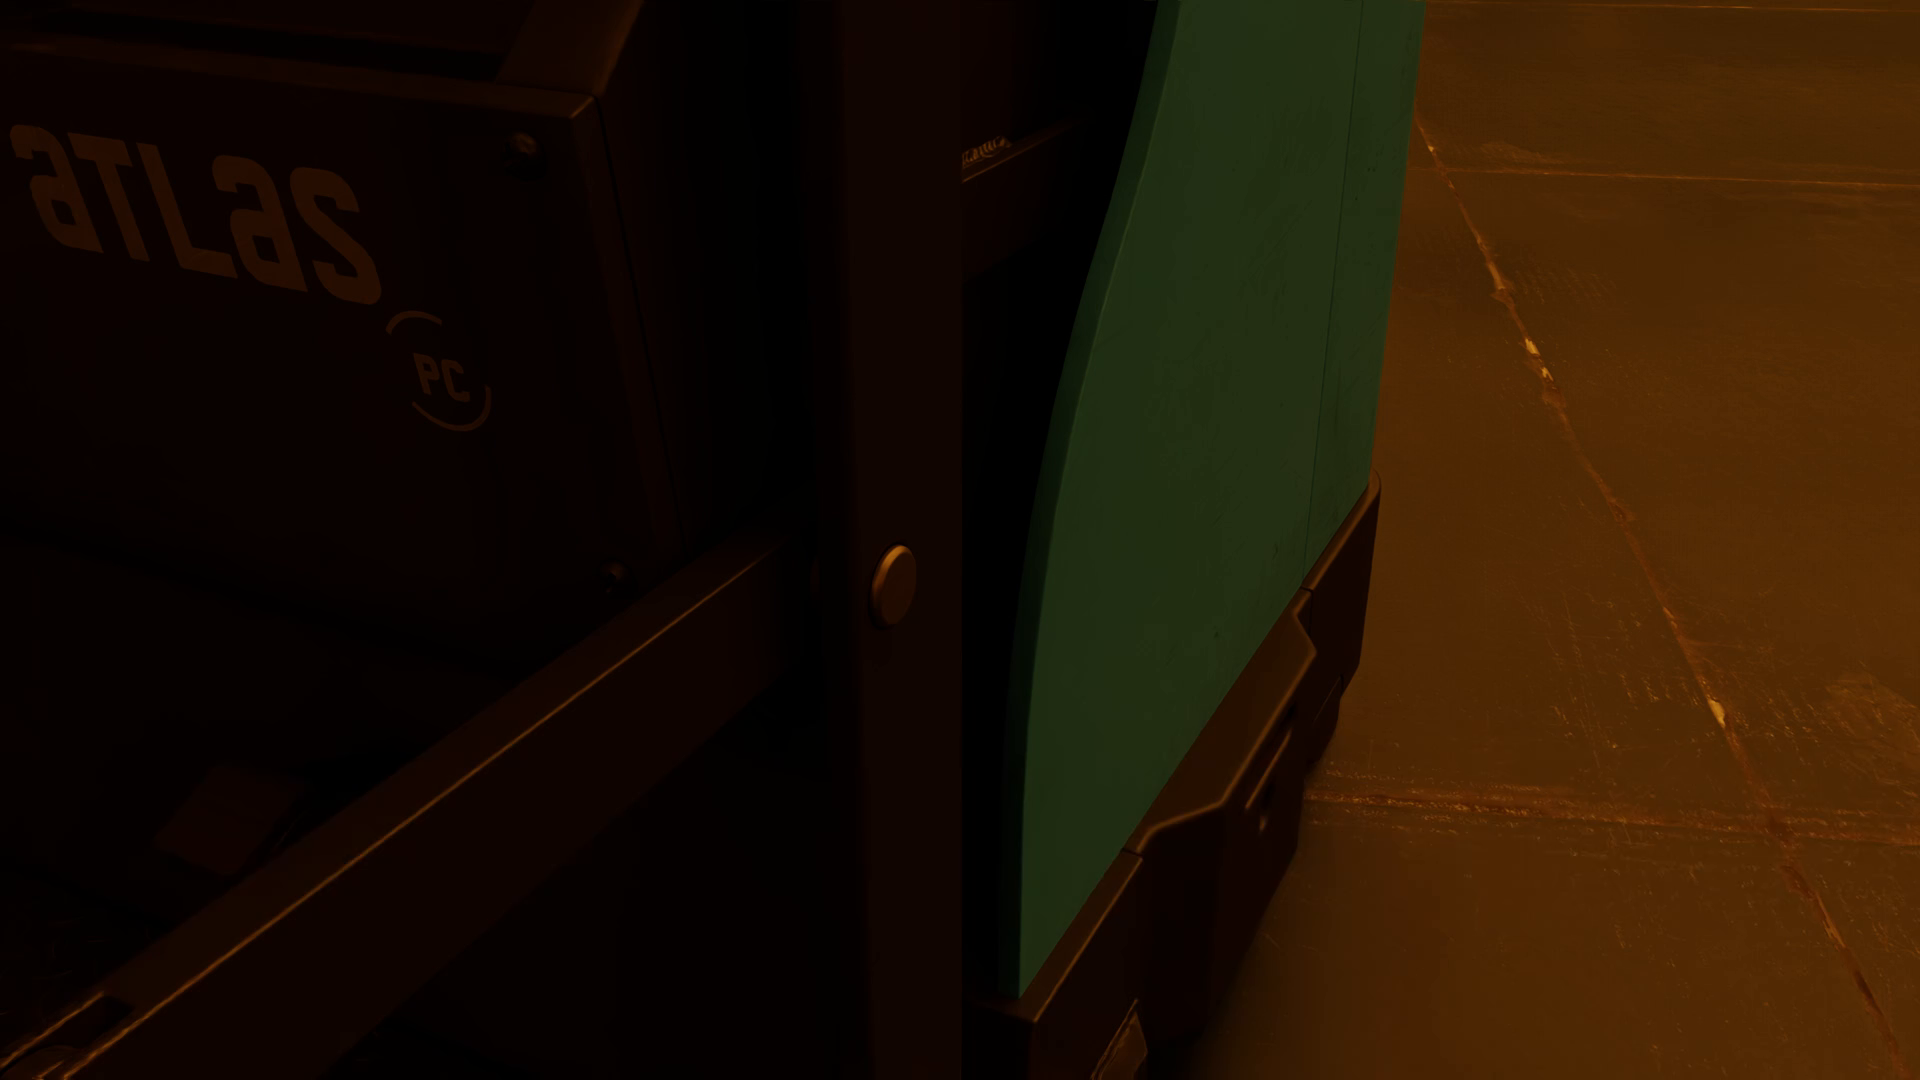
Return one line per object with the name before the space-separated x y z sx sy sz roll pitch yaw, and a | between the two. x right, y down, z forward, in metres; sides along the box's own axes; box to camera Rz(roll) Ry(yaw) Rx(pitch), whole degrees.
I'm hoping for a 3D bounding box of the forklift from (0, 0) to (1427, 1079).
forklift | -0.620 -0.634 0.486 1.130 2.935 3.031 13 29 24
